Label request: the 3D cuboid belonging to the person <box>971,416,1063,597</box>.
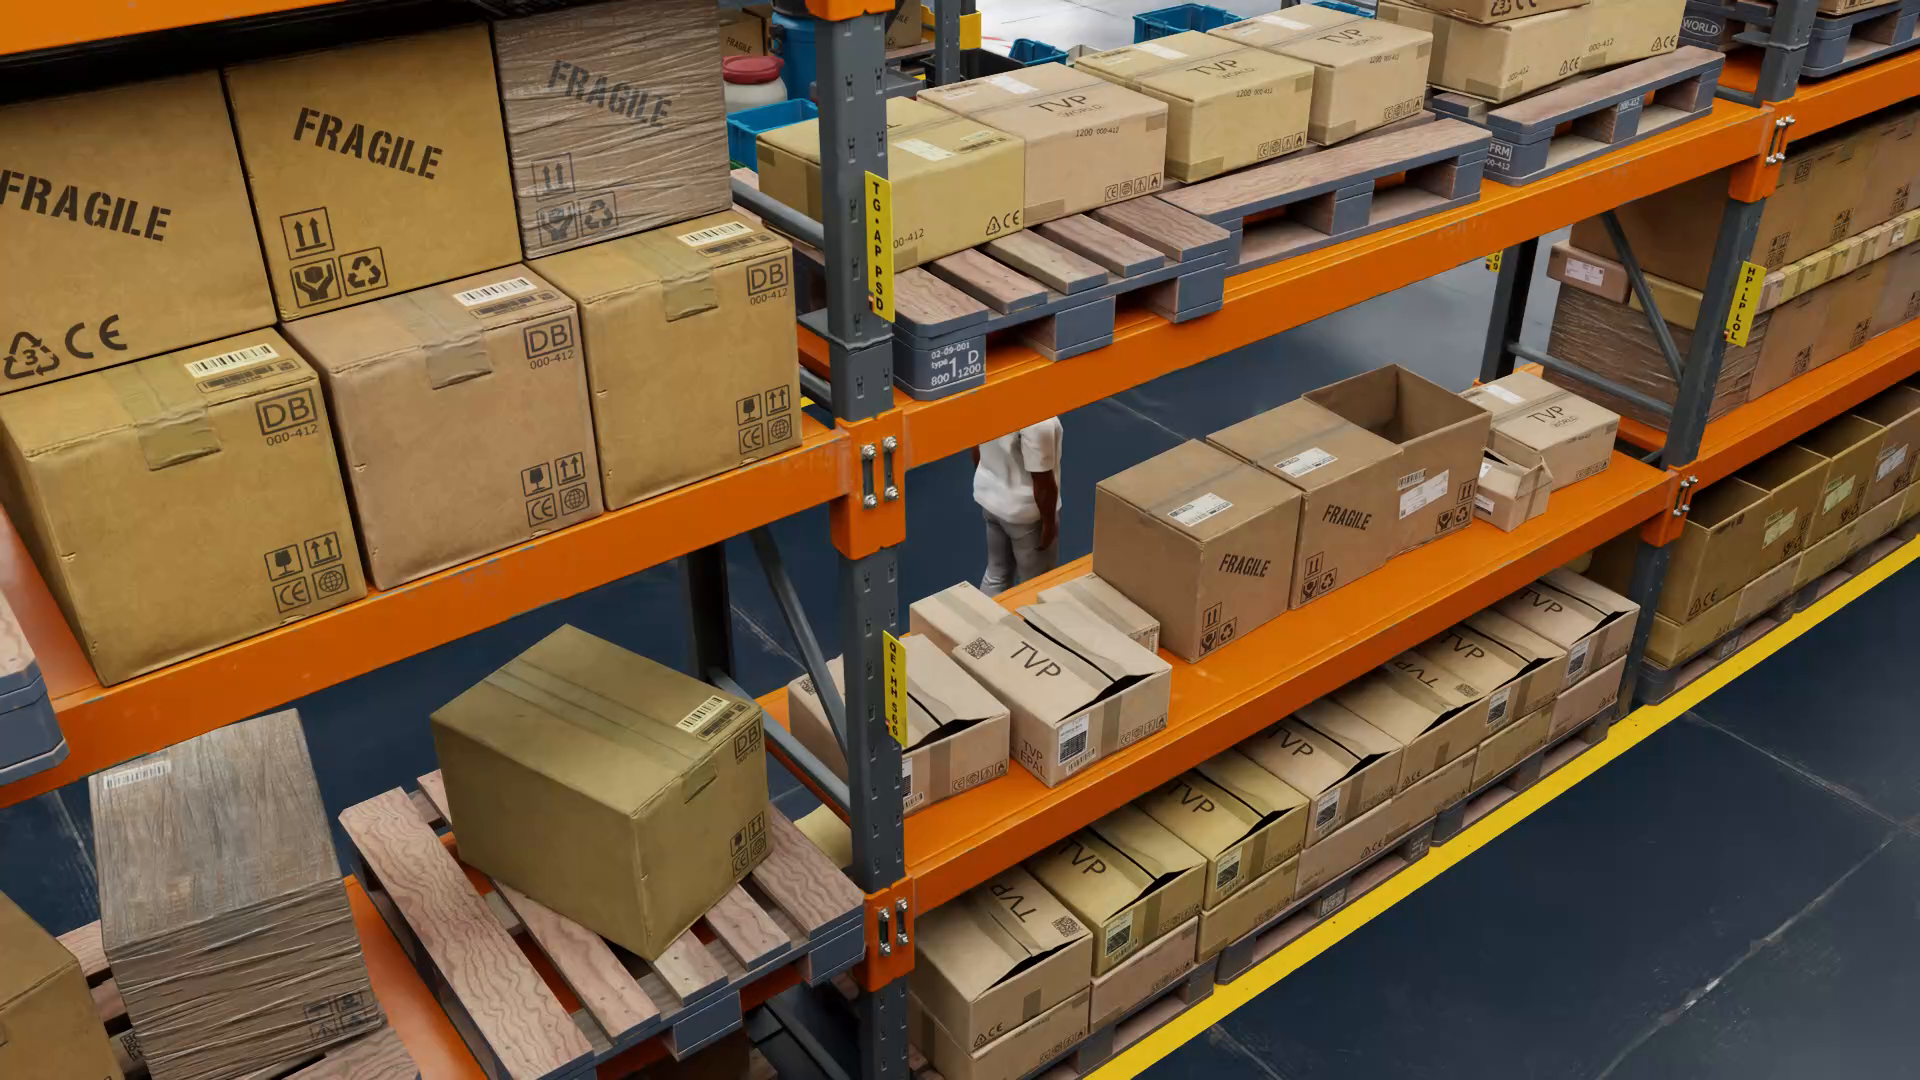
[{"bbox_3d":[0.247,-0.173,7.392,0.364,1.763,0.566,-21,38,-30],"label":"person"}]
